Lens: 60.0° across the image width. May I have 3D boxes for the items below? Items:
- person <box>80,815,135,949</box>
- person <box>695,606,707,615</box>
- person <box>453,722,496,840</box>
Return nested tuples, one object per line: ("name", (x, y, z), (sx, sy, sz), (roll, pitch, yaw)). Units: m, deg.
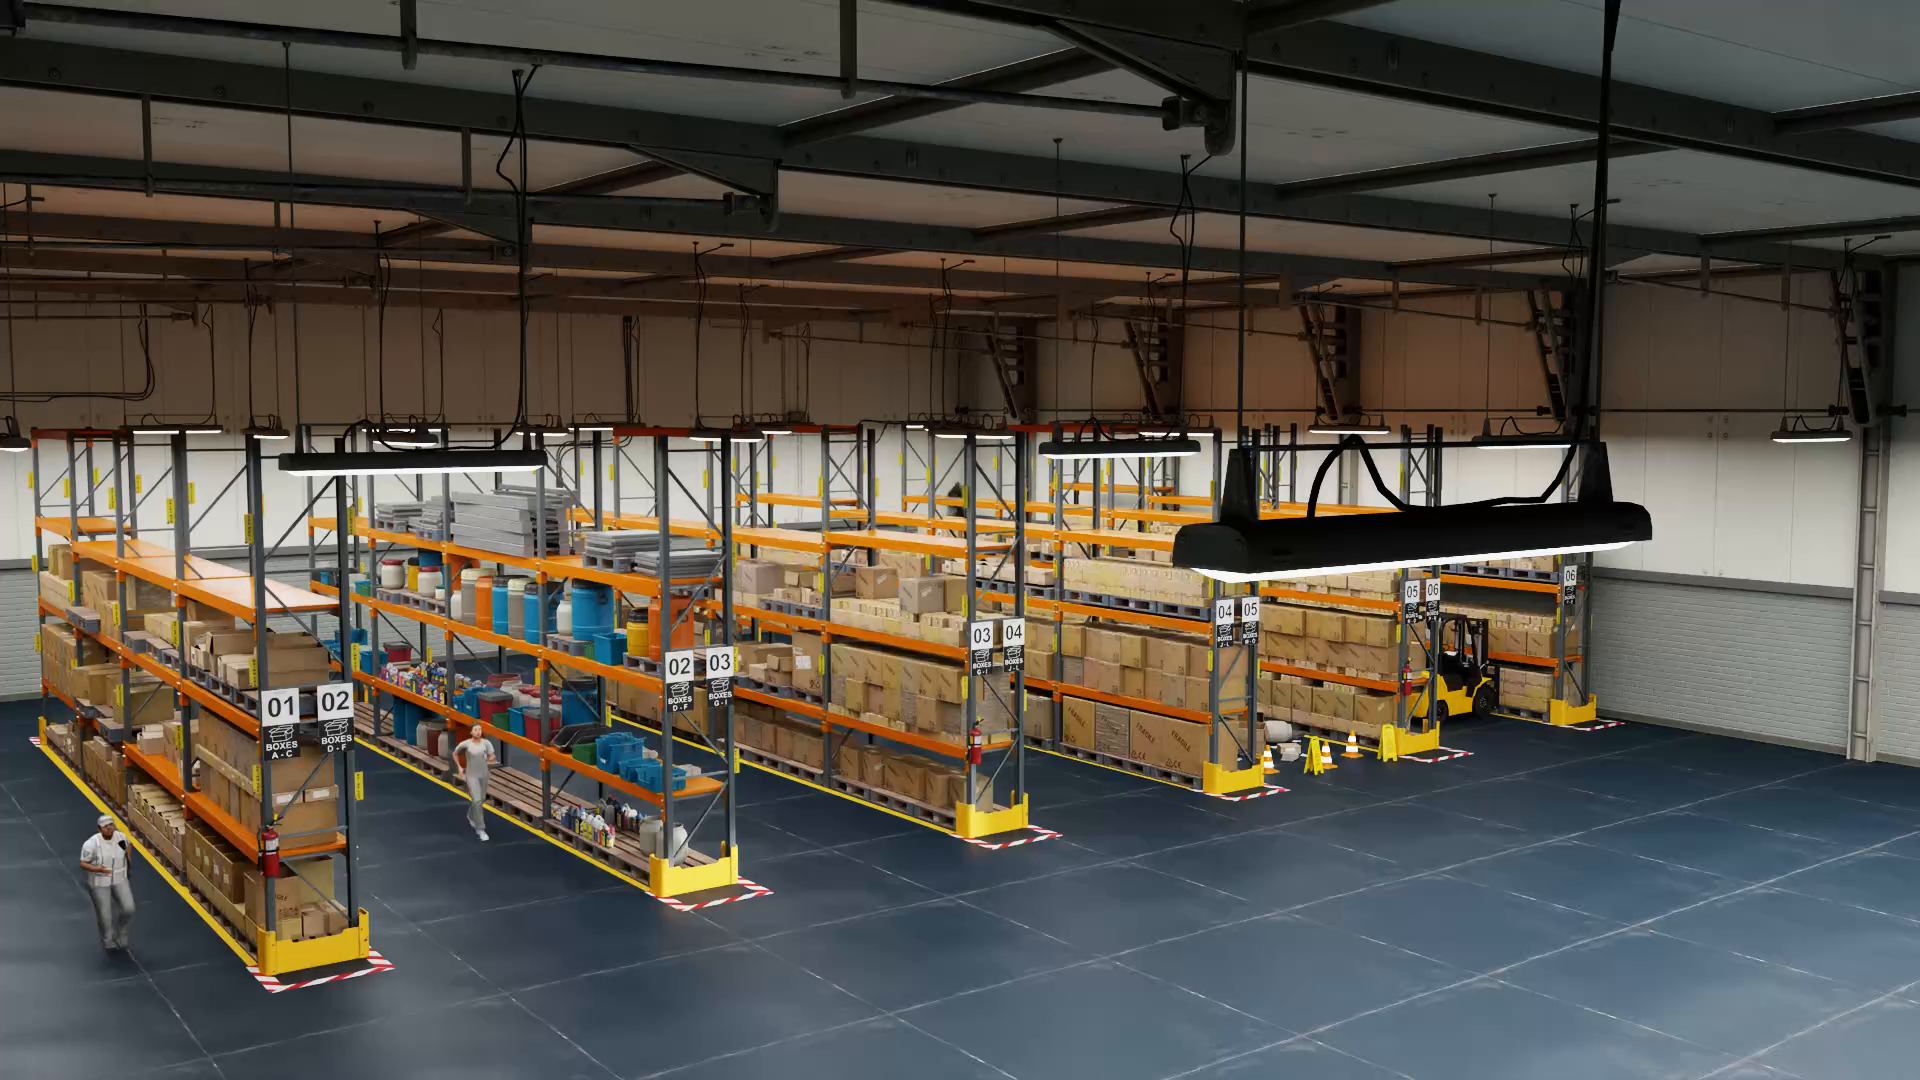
("person", (-9.900, 3.987, 19.354), (0.599, 1.622, 0.645), (-4, 6, -42))
("person", (-6.332, 2.302, 40.907), (0.814, 1.765, 0.800), (3, 5, 31))
("person", (-7.179, 3.535, 24.690), (0.553, 1.685, 0.922), (-4, 6, -40))
